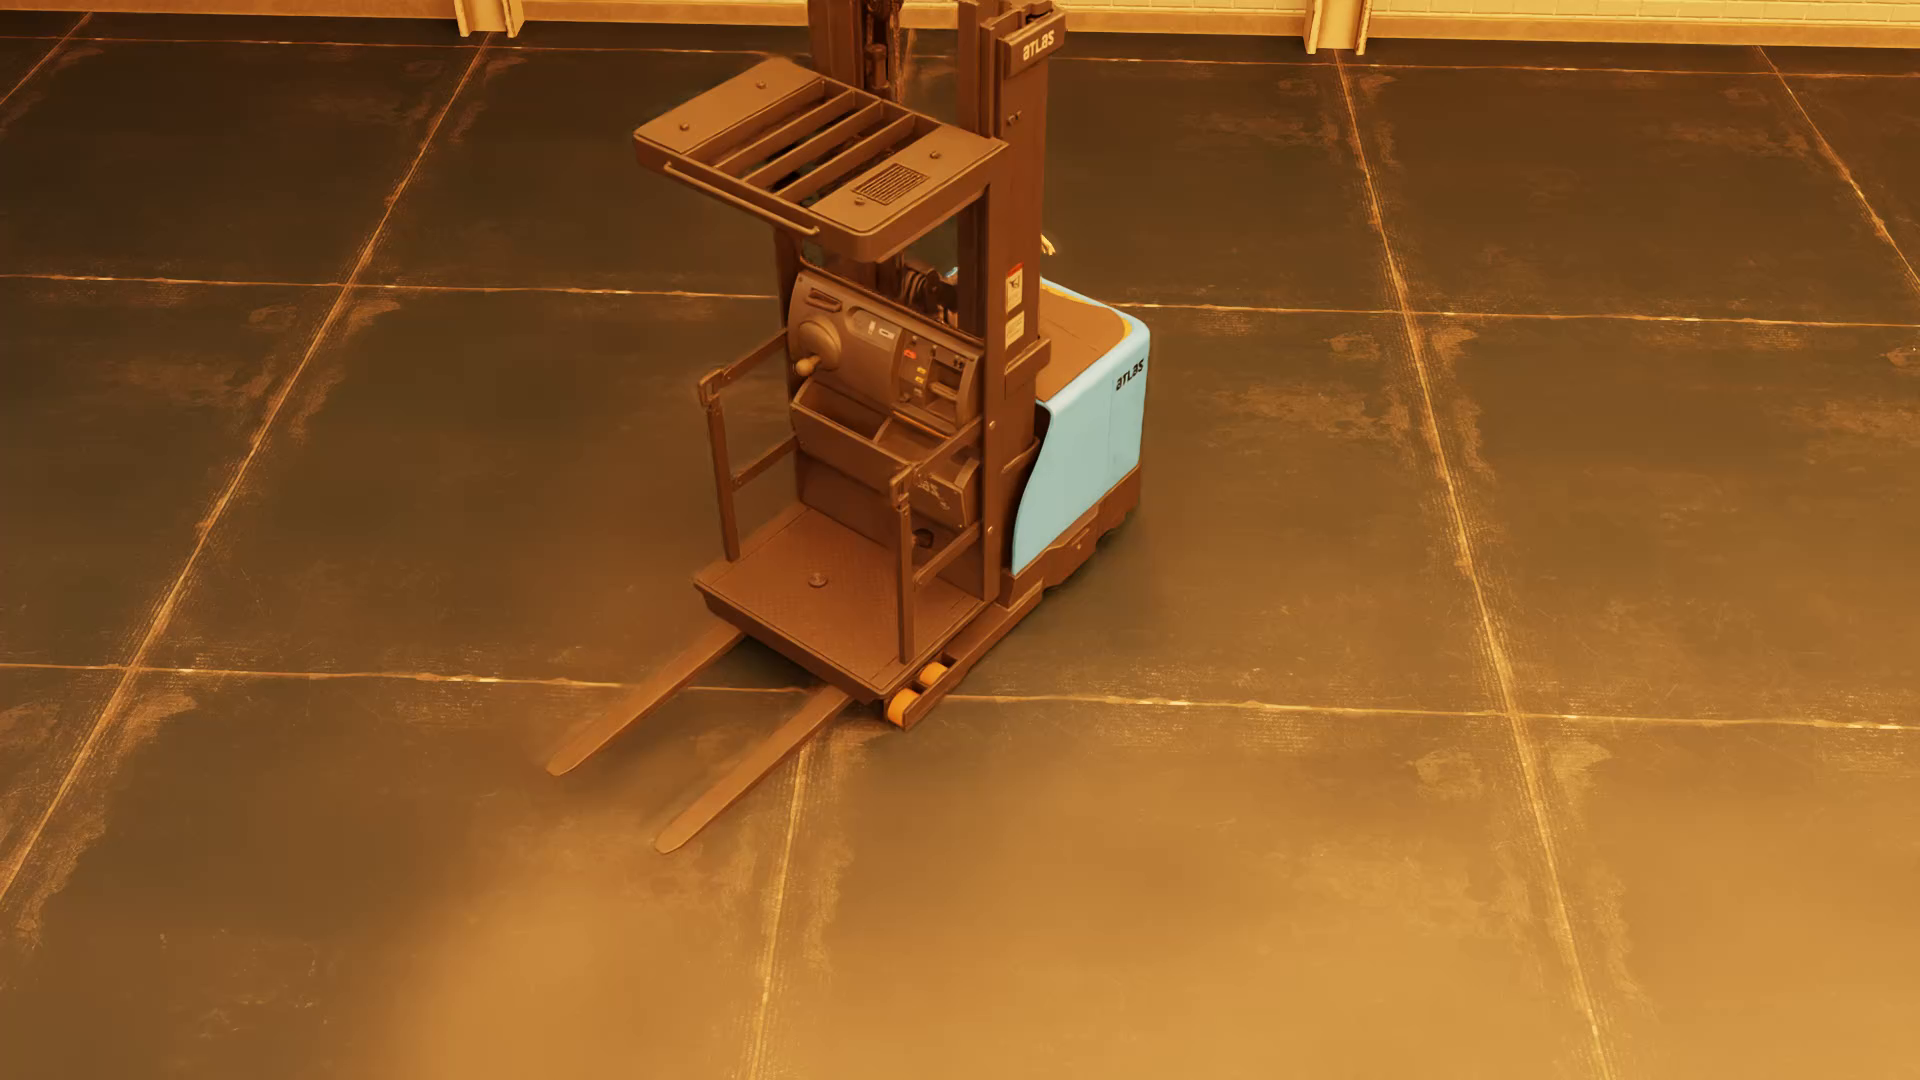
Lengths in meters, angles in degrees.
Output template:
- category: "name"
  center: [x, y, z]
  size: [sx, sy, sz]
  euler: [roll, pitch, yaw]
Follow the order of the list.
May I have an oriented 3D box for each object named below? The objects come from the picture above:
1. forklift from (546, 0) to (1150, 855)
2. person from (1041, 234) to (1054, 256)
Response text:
- category: "forklift"
  center: [-0.445, -0.669, 6.475]
  size: [1.130, 2.935, 3.031]
  euler: [28, 49, 27]
- category: "person"
  center: [0.286, -1.275, 8.233]
  size: [0.618, 1.578, 0.680]
  euler: [-11, 43, -11]
